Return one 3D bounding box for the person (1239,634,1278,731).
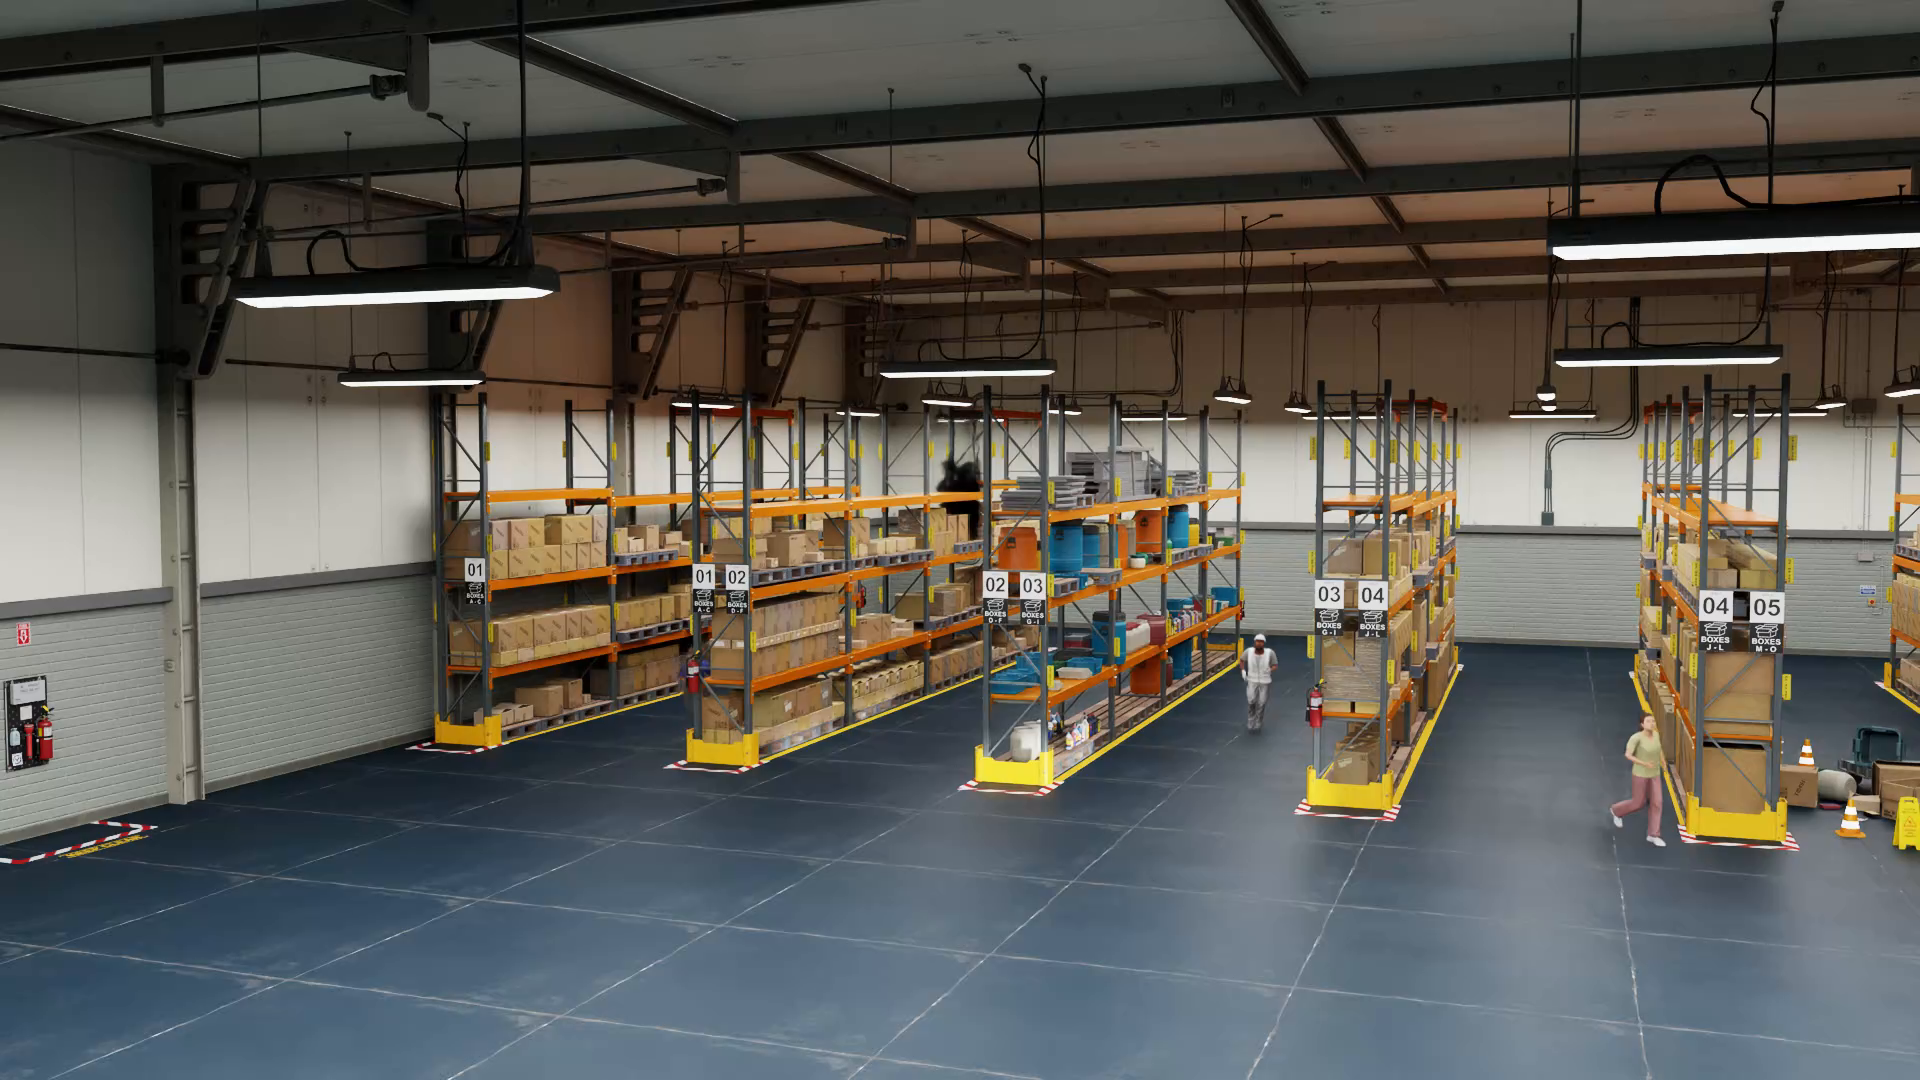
[{"bbox_3d":[5.315,2.536,29.602,0.673,1.732,0.692,0,3,9],"label":"person"}]

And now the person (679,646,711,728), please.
[{"bbox_3d":[-4.607,2.649,28.726,0.552,1.620,0.628,1,3,15],"label":"person"}]

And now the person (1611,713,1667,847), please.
[{"bbox_3d":[8.801,3.041,21.409,0.587,1.669,0.895,-1,3,-14],"label":"person"}]
